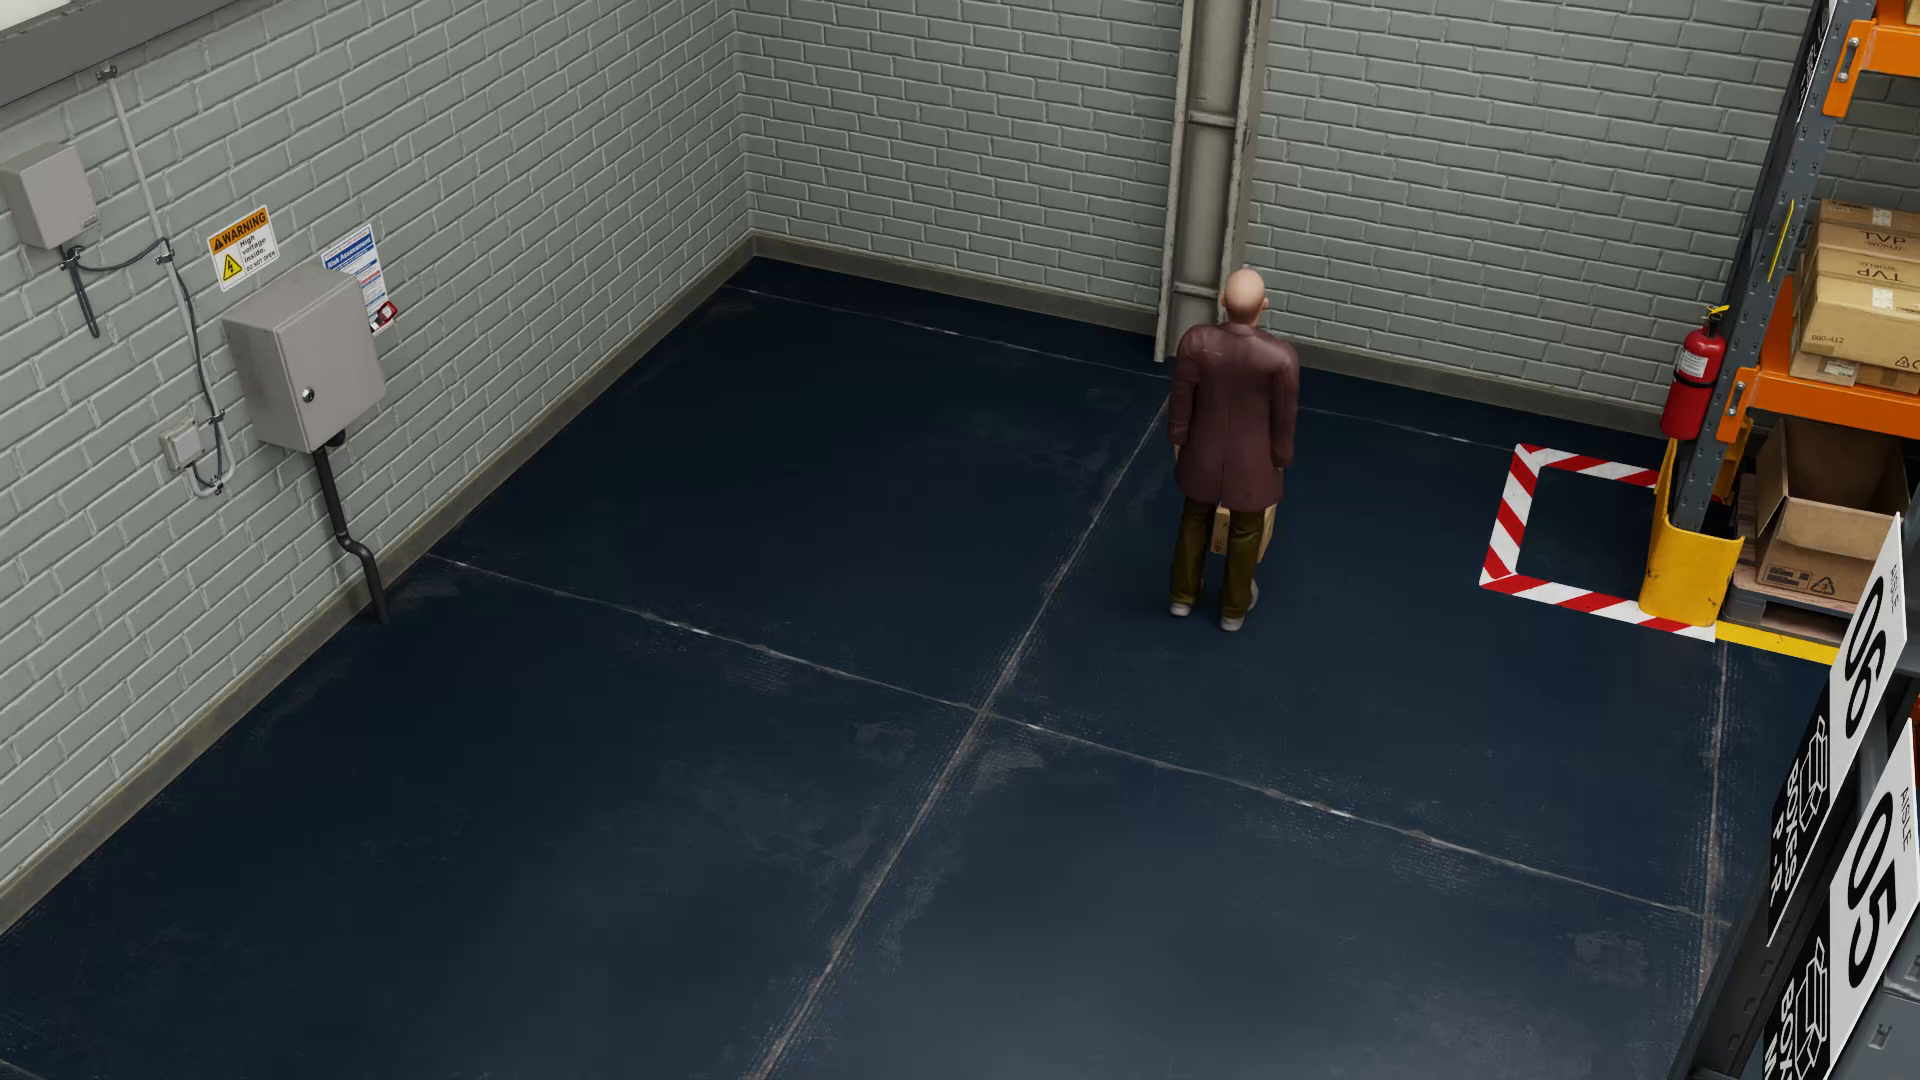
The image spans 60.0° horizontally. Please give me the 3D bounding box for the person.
[{"bbox_3d":[1.197,-0.396,7.382,0.571,1.807,0.381,14,39,18],"label":"person"}]
